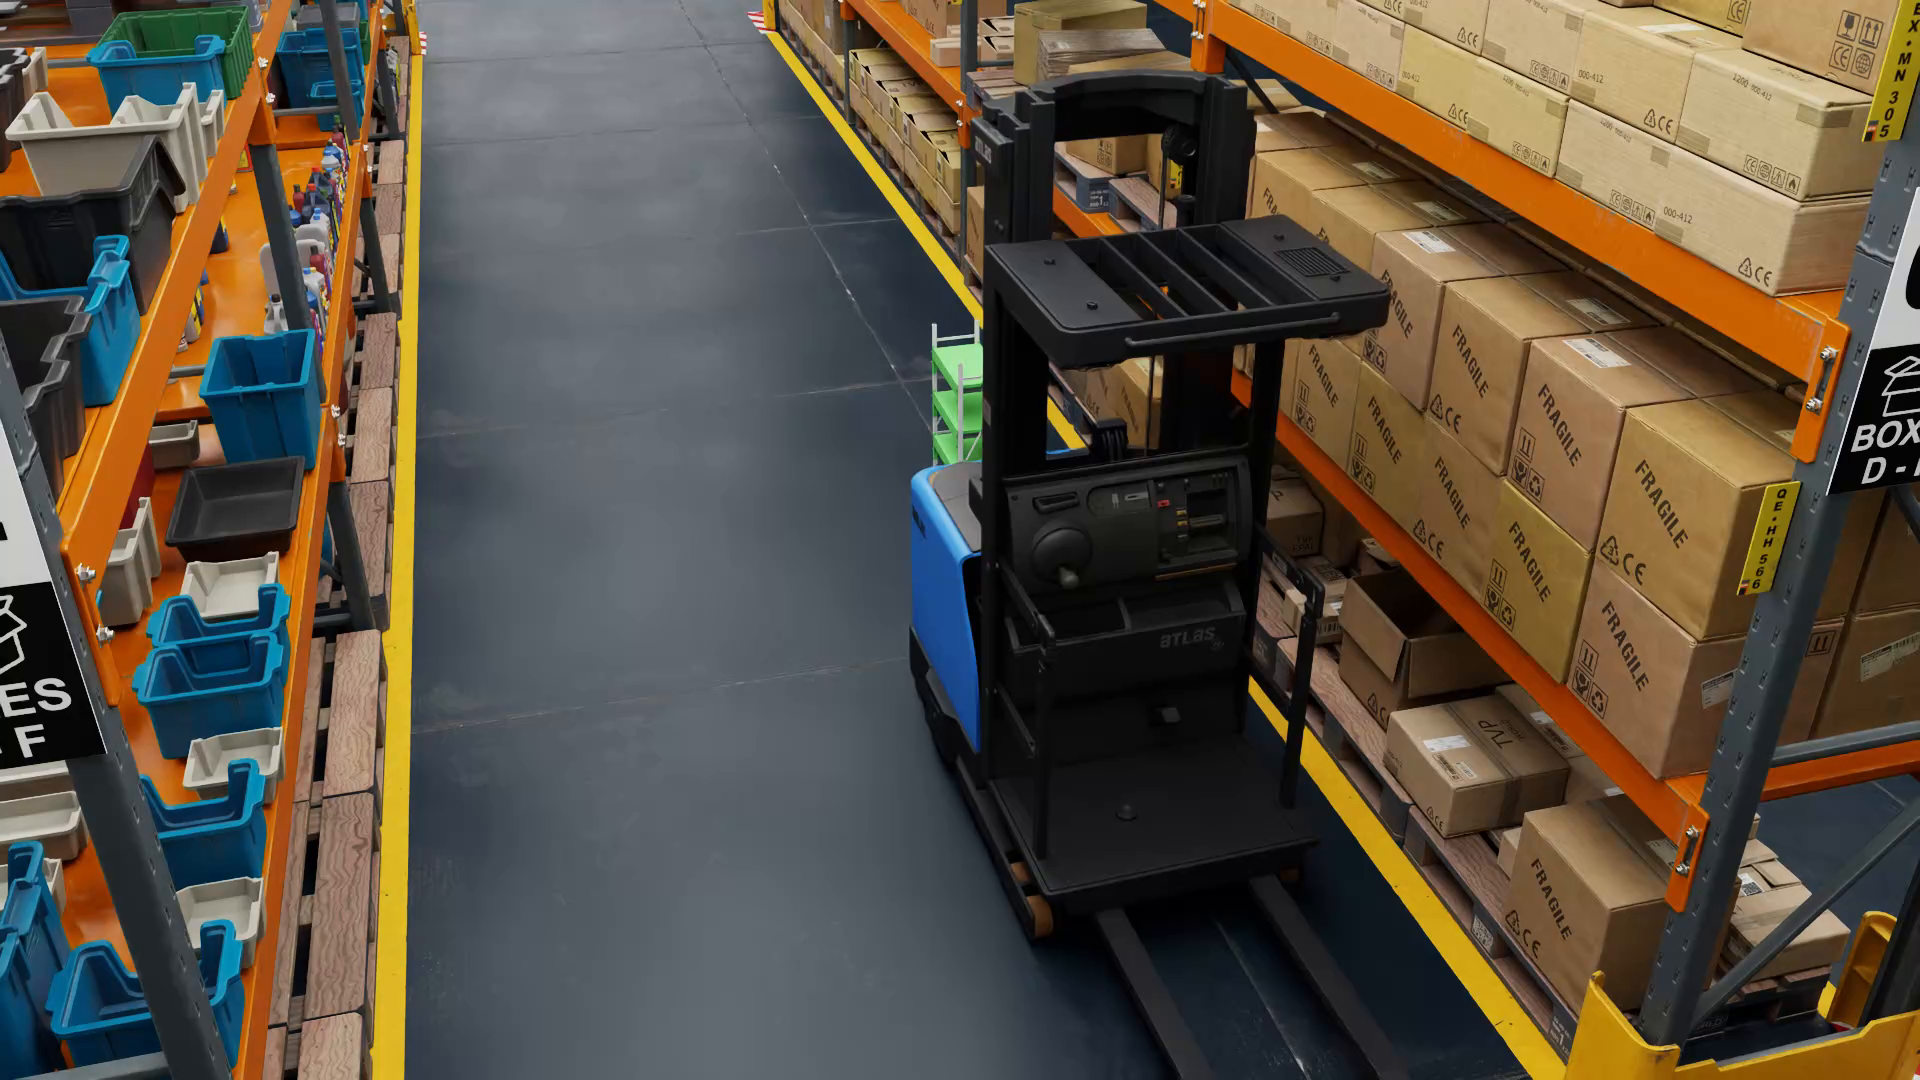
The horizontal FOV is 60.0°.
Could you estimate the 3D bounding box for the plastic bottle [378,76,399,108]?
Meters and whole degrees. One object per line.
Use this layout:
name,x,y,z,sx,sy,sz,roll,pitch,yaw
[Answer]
plastic bottle,-5.152,-4.055,14.967,0.144,0.351,0.185,-7,31,-12

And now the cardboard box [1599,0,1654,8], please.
cardboard box,2.185,-1.927,4.993,0.700,0.500,0.500,-8,31,-13

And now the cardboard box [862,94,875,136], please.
cardboard box,-0.558,-3.740,14.542,0.500,0.250,0.500,-7,31,-12

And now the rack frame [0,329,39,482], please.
rack frame,-2.153,-1.367,2.128,1.000,3.000,0.127,-8,31,-13

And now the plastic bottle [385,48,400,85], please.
plastic bottle,-5.364,-4.441,15.634,0.144,0.351,0.185,-7,31,-11

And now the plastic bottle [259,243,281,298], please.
plastic bottle,-3.362,-1.350,8.211,0.152,0.276,0.135,-8,31,-13

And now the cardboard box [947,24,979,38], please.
cardboard box,0.108,-3.791,12.556,0.380,0.149,0.250,-6,31,-10

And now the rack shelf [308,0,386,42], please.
rack shelf,-5.868,-5.221,15.493,1.077,0.370,4.000,-8,31,-13

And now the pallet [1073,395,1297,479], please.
pallet,1.310,-0.540,9.472,1.003,0.211,1.213,-8,31,-13

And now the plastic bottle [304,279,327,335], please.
plastic bottle,-3.067,-1.099,7.779,0.152,0.276,0.135,-8,31,-13

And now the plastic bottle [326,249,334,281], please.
plastic bottle,-3.220,-1.397,8.368,0.097,0.201,0.097,0,30,0

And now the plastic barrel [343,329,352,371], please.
plastic barrel,-3.894,-1.244,9.970,0.421,0.512,0.421,0,30,0

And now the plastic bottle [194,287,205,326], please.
plastic bottle,-3.684,-1.190,7.860,0.144,0.351,0.185,-8,31,-13

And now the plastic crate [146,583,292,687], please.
plastic crate,-2.330,0.332,5.289,0.416,0.233,0.300,-8,31,-13

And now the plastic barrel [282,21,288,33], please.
plastic barrel,-4.986,-3.570,11.788,0.433,0.535,0.433,0,30,0

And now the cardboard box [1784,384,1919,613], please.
cardboard box,2.761,-0.153,4.921,0.500,0.500,0.500,-7,31,-12

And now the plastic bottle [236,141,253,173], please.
plastic bottle,-4.326,-2.349,9.937,0.152,0.276,0.135,-8,31,-13

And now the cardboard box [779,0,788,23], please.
cardboard box,-1.695,-5.858,18.202,0.500,0.250,0.500,-8,31,-13

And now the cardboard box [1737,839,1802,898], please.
cardboard box,2.778,1.240,6.002,0.380,0.166,0.250,-8,31,-13

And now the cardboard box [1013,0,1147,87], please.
cardboard box,0.777,-3.227,10.812,0.700,0.500,0.500,-19,35,-30

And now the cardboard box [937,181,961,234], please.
cardboard box,0.126,-2.504,12.408,0.500,0.250,0.500,-7,31,-12

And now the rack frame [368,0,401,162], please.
rack frame,-5.338,-4.566,13.644,1.000,3.000,0.127,-8,31,-13

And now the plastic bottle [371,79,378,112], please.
plastic bottle,-5.291,-4.036,14.934,0.144,0.351,0.185,-8,31,-13

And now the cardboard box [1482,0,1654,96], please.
cardboard box,1.980,-1.574,5.132,0.500,0.250,0.500,-8,31,-13

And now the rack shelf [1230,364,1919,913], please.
rack shelf,2.093,-0.082,6.615,1.077,0.370,4.000,-8,31,-13

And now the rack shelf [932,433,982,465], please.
rack shelf,0.044,-0.384,8.343,0.258,0.148,0.480,-8,31,-13

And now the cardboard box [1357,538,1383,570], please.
cardboard box,2.145,0.095,7.998,0.380,0.149,0.250,-8,31,-13

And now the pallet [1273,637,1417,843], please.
pallet,2.071,0.770,7.209,1.003,0.211,1.213,-8,31,-13

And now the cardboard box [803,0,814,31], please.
cardboard box,-1.299,-5.458,16.762,0.500,0.500,0.500,-8,31,-13

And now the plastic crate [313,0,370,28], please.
plastic crate,-4.745,-4.068,12.799,0.392,0.384,0.575,-8,31,-13

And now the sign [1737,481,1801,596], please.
sign,2.084,-0.001,4.286,0.100,0.325,0.005,-8,31,-13

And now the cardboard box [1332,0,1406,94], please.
cardboard box,1.713,-1.841,6.092,0.500,0.250,0.500,-8,31,-13

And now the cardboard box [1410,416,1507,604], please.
cardboard box,1.975,-0.142,5.902,0.500,0.500,0.500,-8,31,-13

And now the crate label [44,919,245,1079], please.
crate label,-1.901,1.113,3.940,0.416,0.233,0.303,-8,31,-13

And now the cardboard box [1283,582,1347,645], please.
cardboard box,1.705,0.325,7.584,0.380,0.166,0.250,-8,31,-13

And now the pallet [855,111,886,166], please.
pallet,-0.328,-3.665,14.872,1.003,0.211,1.213,-8,31,-13

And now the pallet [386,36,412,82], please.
pallet,-6.123,-4.868,16.949,1.003,0.211,1.213,-8,31,-13

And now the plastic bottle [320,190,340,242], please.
plastic bottle,-3.369,-1.739,8.877,0.061,0.283,0.133,-8,31,-13

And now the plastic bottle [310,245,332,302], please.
plastic bottle,-3.136,-1.315,8.143,0.061,0.283,0.133,-8,31,-13

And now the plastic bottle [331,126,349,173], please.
plastic bottle,-3.696,-2.334,9.904,0.061,0.283,0.133,-8,31,-13

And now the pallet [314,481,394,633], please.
pallet,-3.379,0.126,8.321,1.003,0.211,1.213,-8,31,-13

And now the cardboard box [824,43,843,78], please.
cardboard box,-1.018,-4.652,16.119,0.500,0.250,0.500,-8,31,-13

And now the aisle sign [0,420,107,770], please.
aisle sign,-1.847,0.100,2.988,0.394,0.787,0.004,-8,31,-13

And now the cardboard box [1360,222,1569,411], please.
cardboard box,1.828,-0.823,6.080,0.500,0.500,0.500,-7,31,-12

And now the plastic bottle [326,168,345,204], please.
plastic bottle,-3.554,-2.005,9.418,0.097,0.201,0.097,0,30,0

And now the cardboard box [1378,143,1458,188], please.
cardboard box,2.085,-1.378,7.039,0.500,0.500,0.500,-8,31,-14

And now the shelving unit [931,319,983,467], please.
shelving unit,0.044,-0.439,8.311,0.258,1.200,0.503,-8,31,-13

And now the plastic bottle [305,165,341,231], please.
plastic bottle,-3.452,-1.840,8.983,0.144,0.351,0.185,-8,31,-13

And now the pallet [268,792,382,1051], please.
pallet,-2.654,1.445,6.043,1.003,0.211,1.213,-8,31,-13

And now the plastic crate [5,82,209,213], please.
plastic crate,-2.443,-1.129,4.830,0.437,0.282,0.530,-8,31,-13

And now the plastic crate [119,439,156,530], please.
plastic crate,-3.219,-0.291,6.135,0.402,0.464,0.583,-8,31,-13

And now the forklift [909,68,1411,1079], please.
forklift,0.685,-0.009,5.840,1.130,2.935,3.031,-9,31,-14

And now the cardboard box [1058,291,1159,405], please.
cardboard box,0.899,-1.150,9.799,0.500,0.500,0.500,-7,31,-13

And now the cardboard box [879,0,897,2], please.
cardboard box,-0.523,-4.659,14.056,0.380,0.149,0.250,-8,31,-13

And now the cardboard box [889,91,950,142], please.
cardboard box,-0.282,-3.482,13.538,0.500,0.311,0.500,-7,31,-12

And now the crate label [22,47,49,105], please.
crate label,-3.363,-1.612,5.809,0.293,0.136,0.466,-8,31,-13

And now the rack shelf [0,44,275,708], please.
rack shelf,-2.683,-0.723,4.729,1.077,0.370,4.000,-8,31,-13
